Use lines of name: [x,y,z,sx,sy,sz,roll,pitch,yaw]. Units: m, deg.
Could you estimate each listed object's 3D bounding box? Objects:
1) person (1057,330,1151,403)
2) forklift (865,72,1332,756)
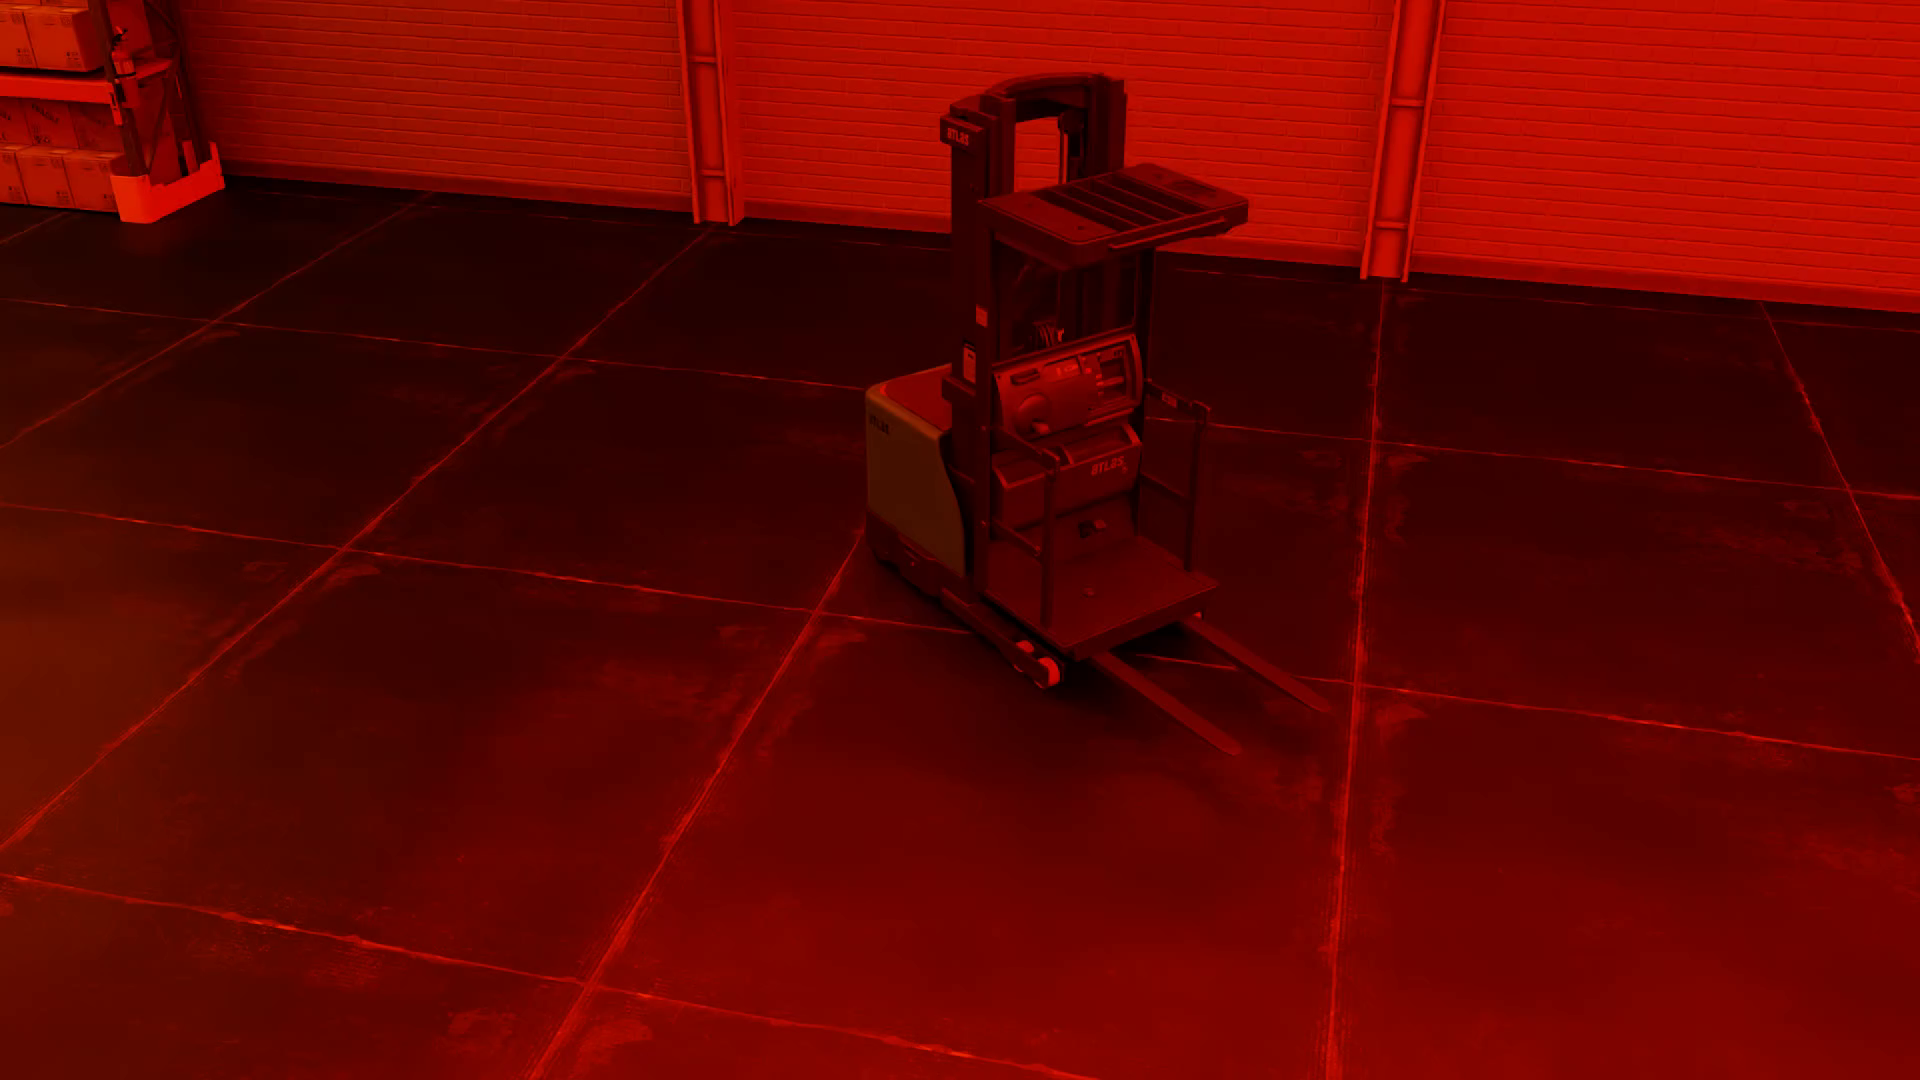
person: [0.696,-0.677,9.854,0.763,1.571,0.901,7,30,12]
forklift: [0.697,-0.763,8.517,1.130,2.935,3.031,-19,35,-30]
